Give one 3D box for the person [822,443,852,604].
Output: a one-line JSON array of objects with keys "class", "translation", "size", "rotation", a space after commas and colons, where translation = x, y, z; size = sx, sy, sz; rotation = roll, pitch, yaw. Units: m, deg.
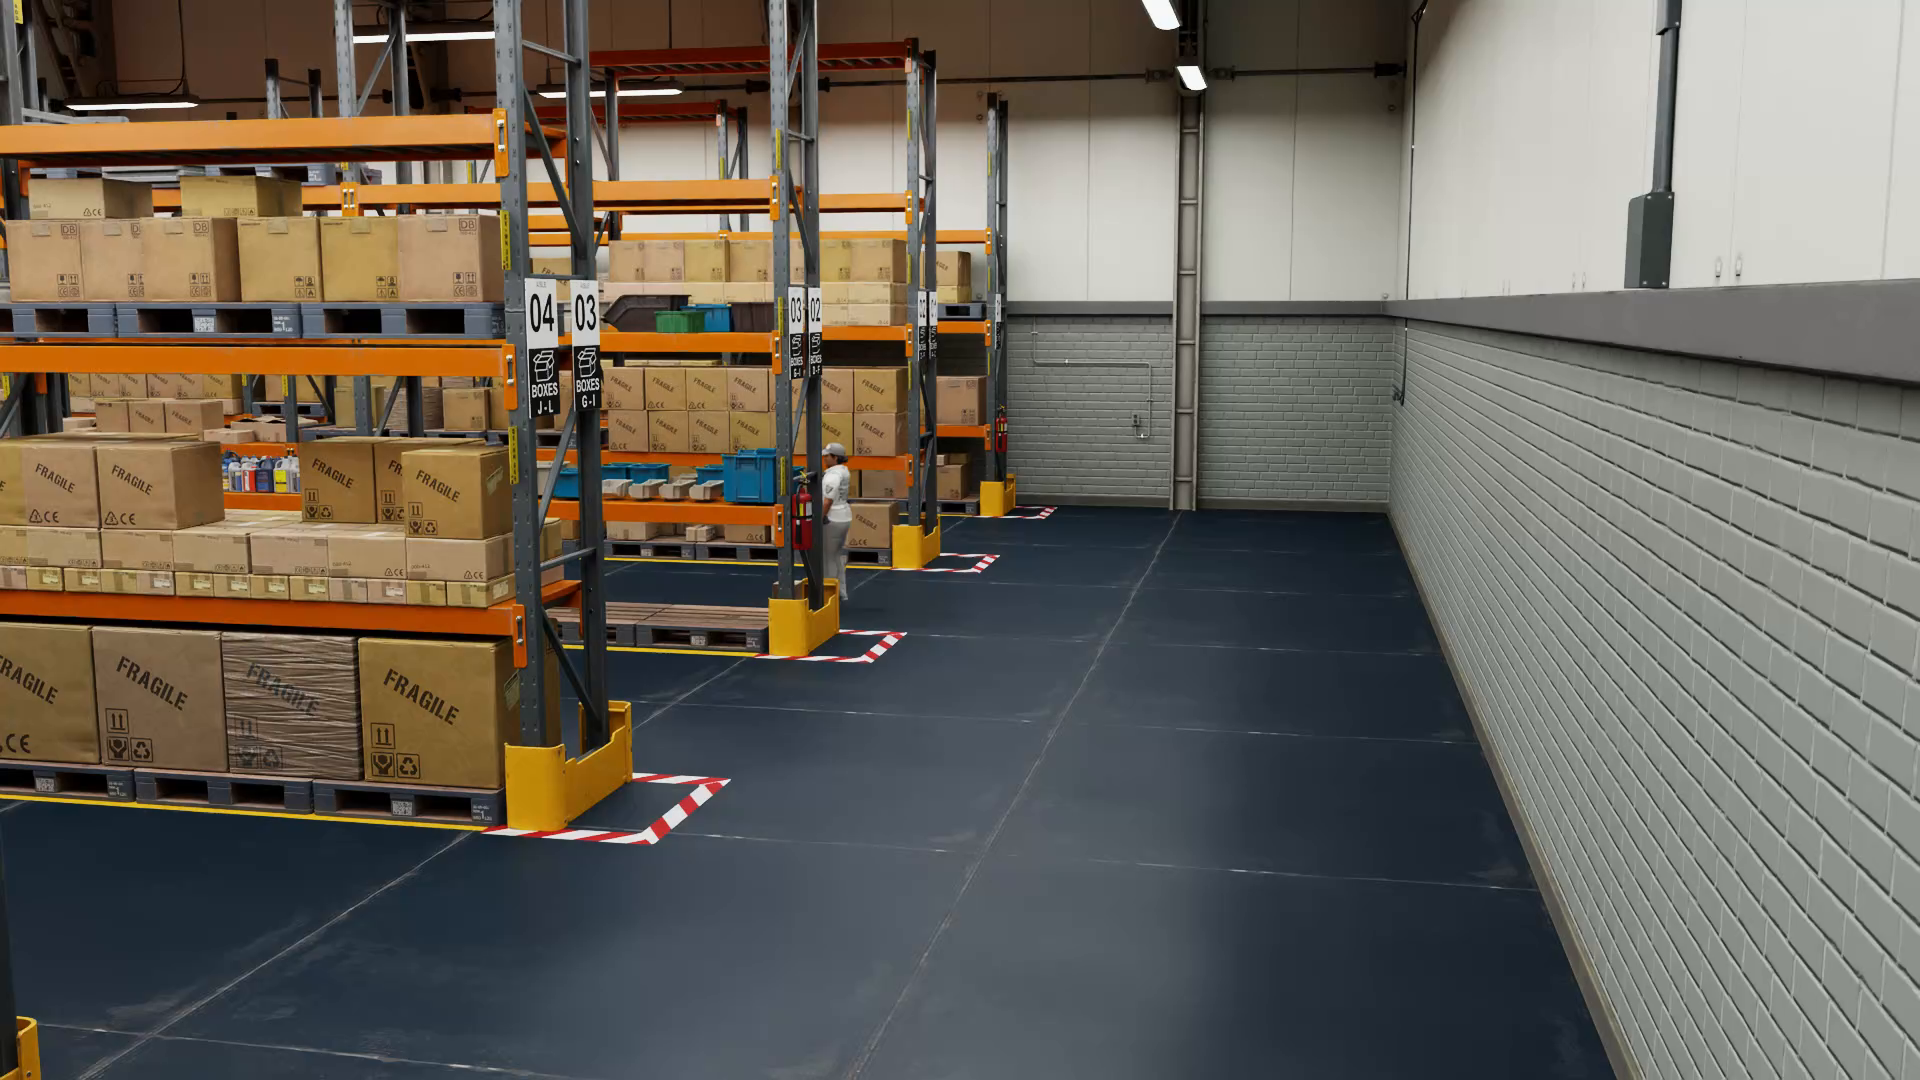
[{"class": "person", "translation": [-1.315, -0.118, 16.740], "size": [0.436, 1.730, 0.528], "rotation": [2, 8, 11]}]
